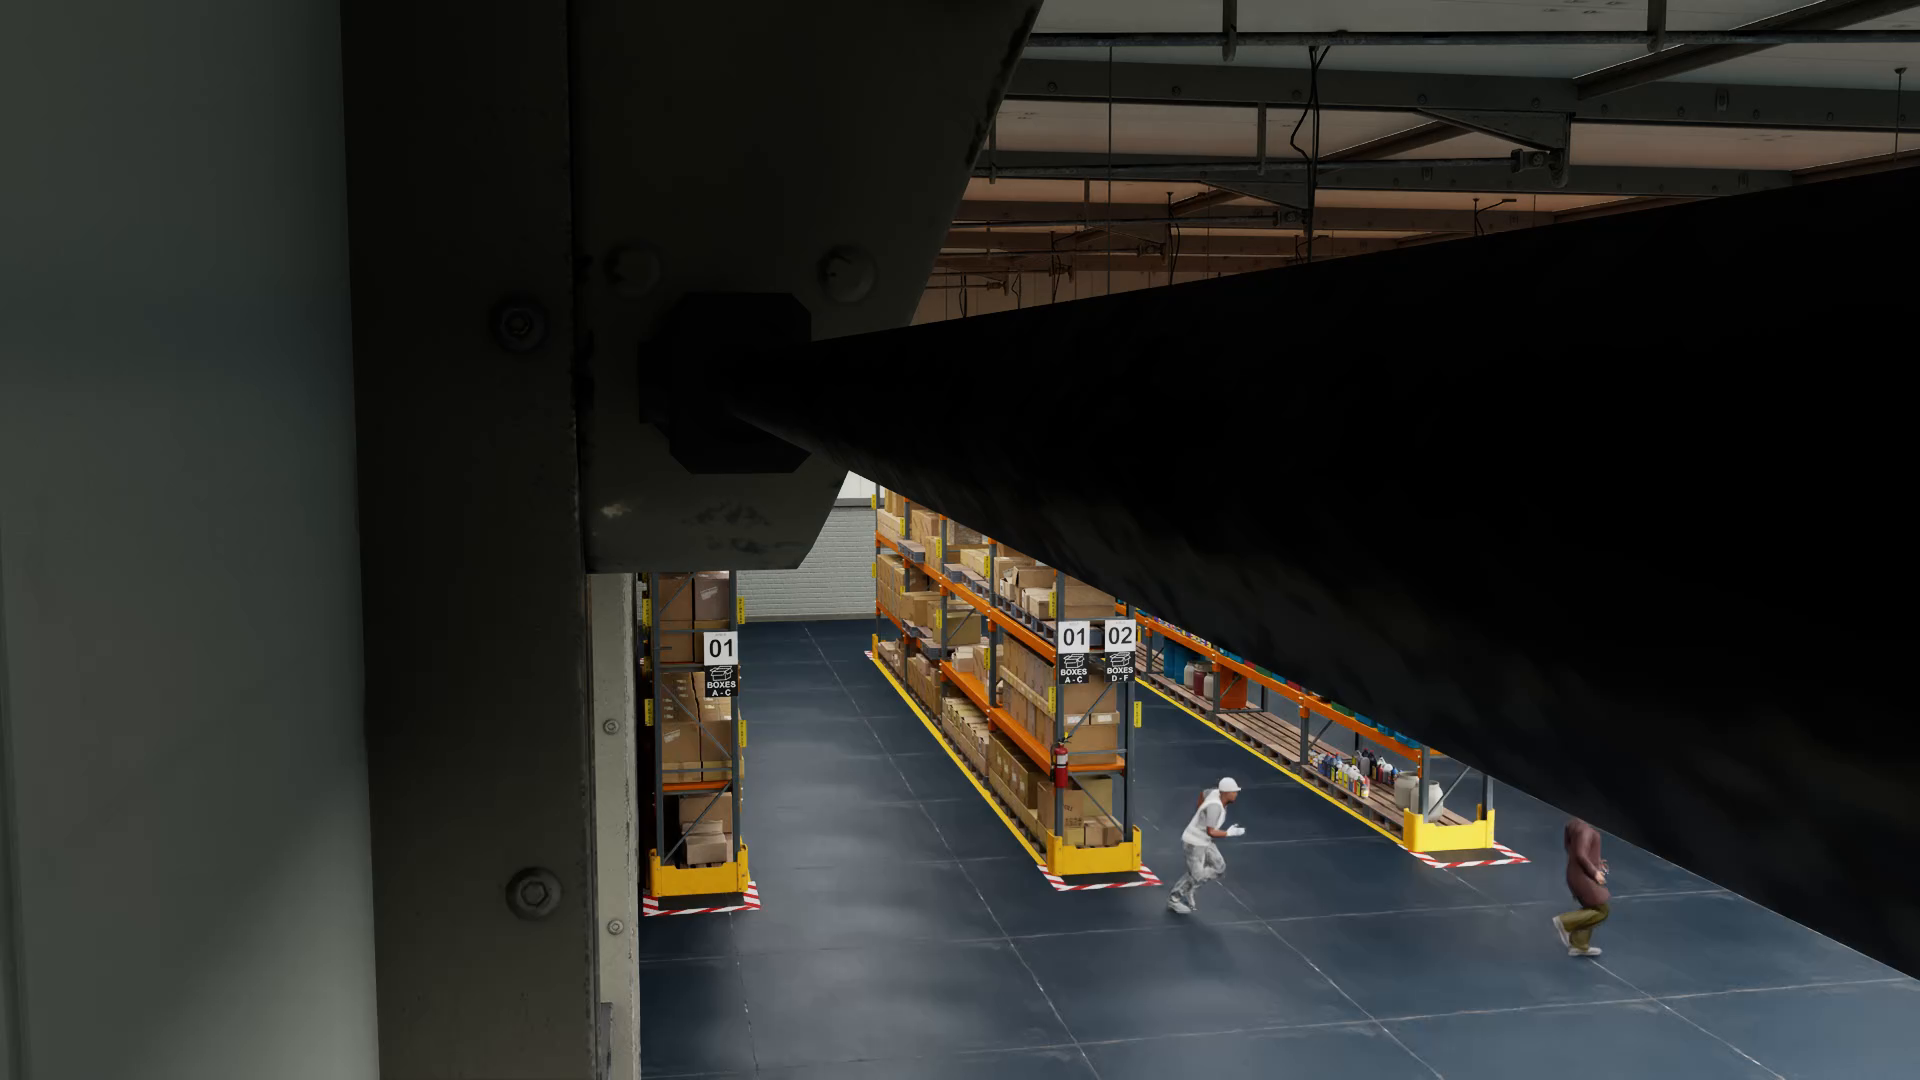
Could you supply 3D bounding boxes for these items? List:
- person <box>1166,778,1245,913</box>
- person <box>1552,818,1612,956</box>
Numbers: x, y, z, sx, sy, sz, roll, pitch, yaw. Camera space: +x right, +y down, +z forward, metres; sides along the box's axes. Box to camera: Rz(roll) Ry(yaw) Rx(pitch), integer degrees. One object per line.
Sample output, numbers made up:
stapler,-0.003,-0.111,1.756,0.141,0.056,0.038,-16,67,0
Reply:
person,2.877,3.535,19.383,0.915,1.610,0.719,2,6,17
person,6.707,3.640,17.947,0.642,1.724,0.675,0,6,3
